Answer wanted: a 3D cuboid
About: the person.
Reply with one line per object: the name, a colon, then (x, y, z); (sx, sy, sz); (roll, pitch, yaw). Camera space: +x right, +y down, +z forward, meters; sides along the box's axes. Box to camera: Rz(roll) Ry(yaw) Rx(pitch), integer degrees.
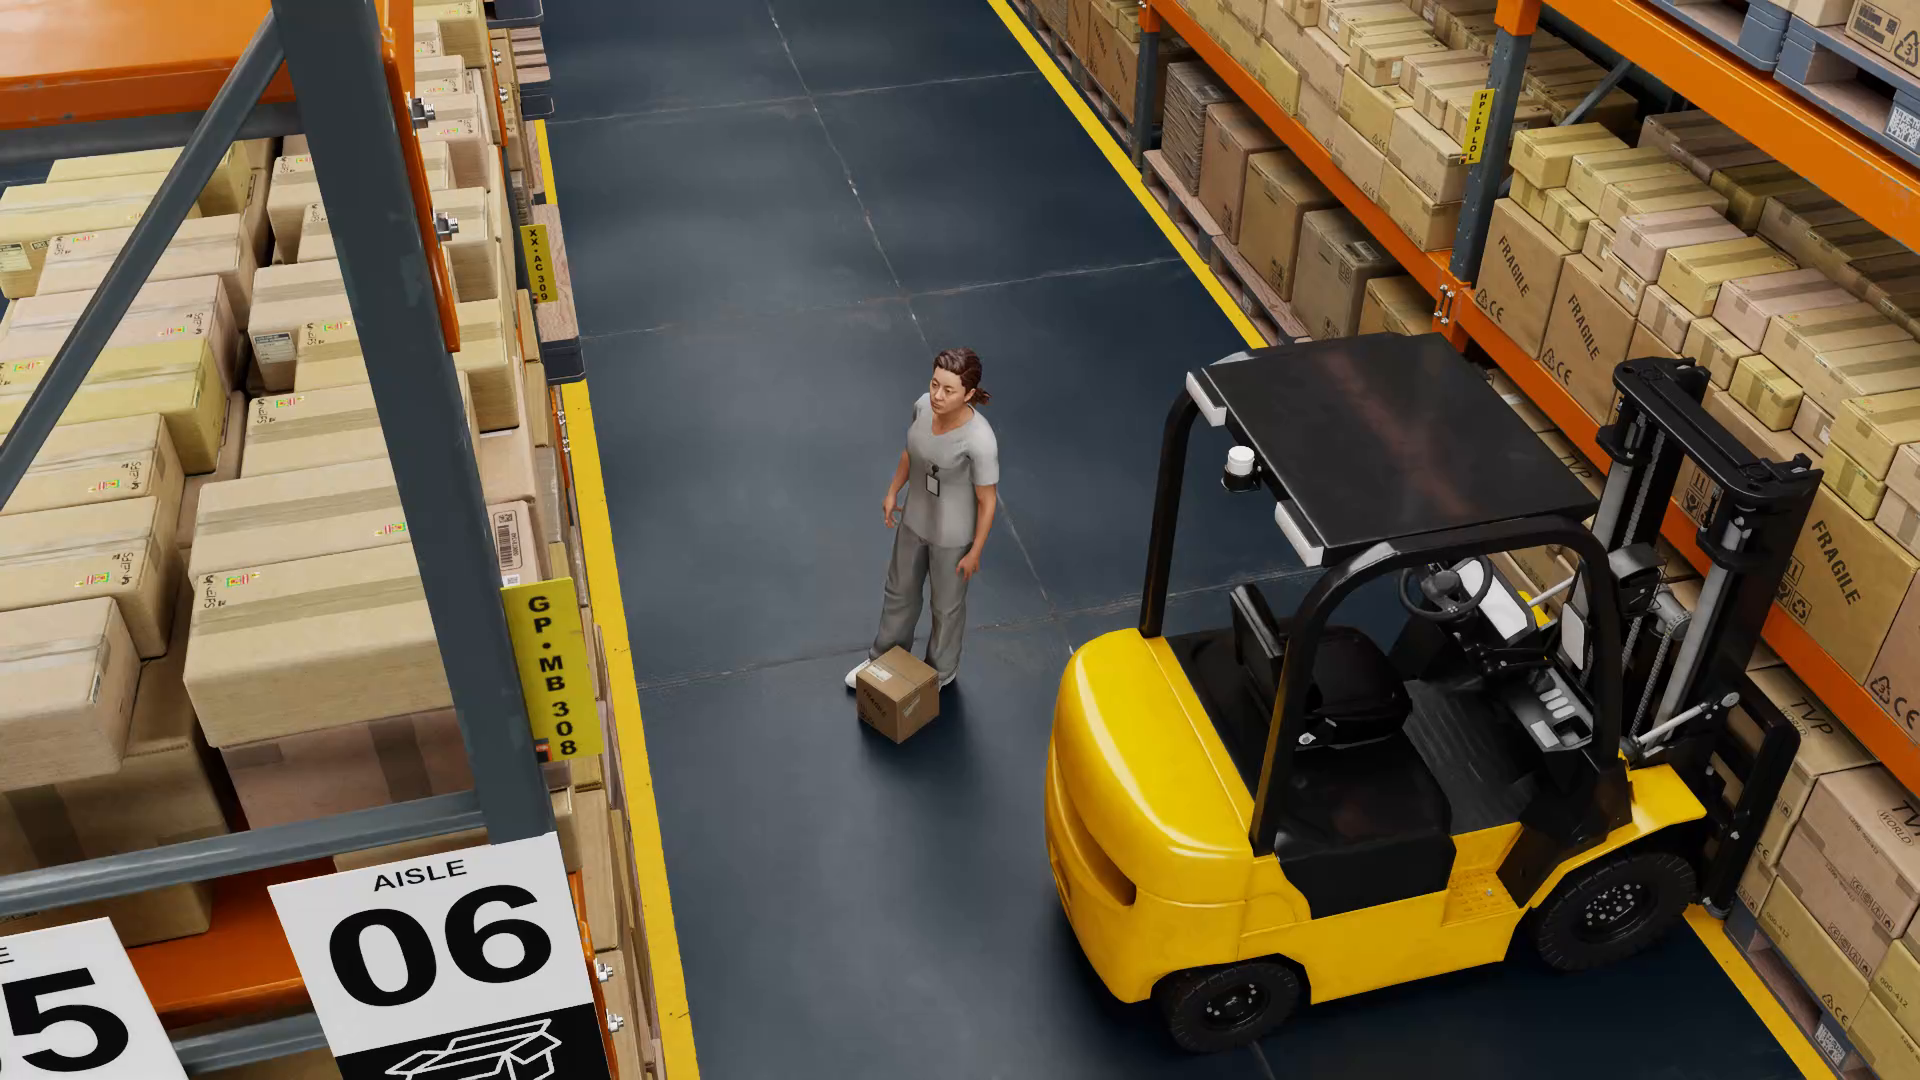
person: (-0.135, -0.023, 6.729); (0.548, 1.674, 0.549); (-31, 48, -33)
